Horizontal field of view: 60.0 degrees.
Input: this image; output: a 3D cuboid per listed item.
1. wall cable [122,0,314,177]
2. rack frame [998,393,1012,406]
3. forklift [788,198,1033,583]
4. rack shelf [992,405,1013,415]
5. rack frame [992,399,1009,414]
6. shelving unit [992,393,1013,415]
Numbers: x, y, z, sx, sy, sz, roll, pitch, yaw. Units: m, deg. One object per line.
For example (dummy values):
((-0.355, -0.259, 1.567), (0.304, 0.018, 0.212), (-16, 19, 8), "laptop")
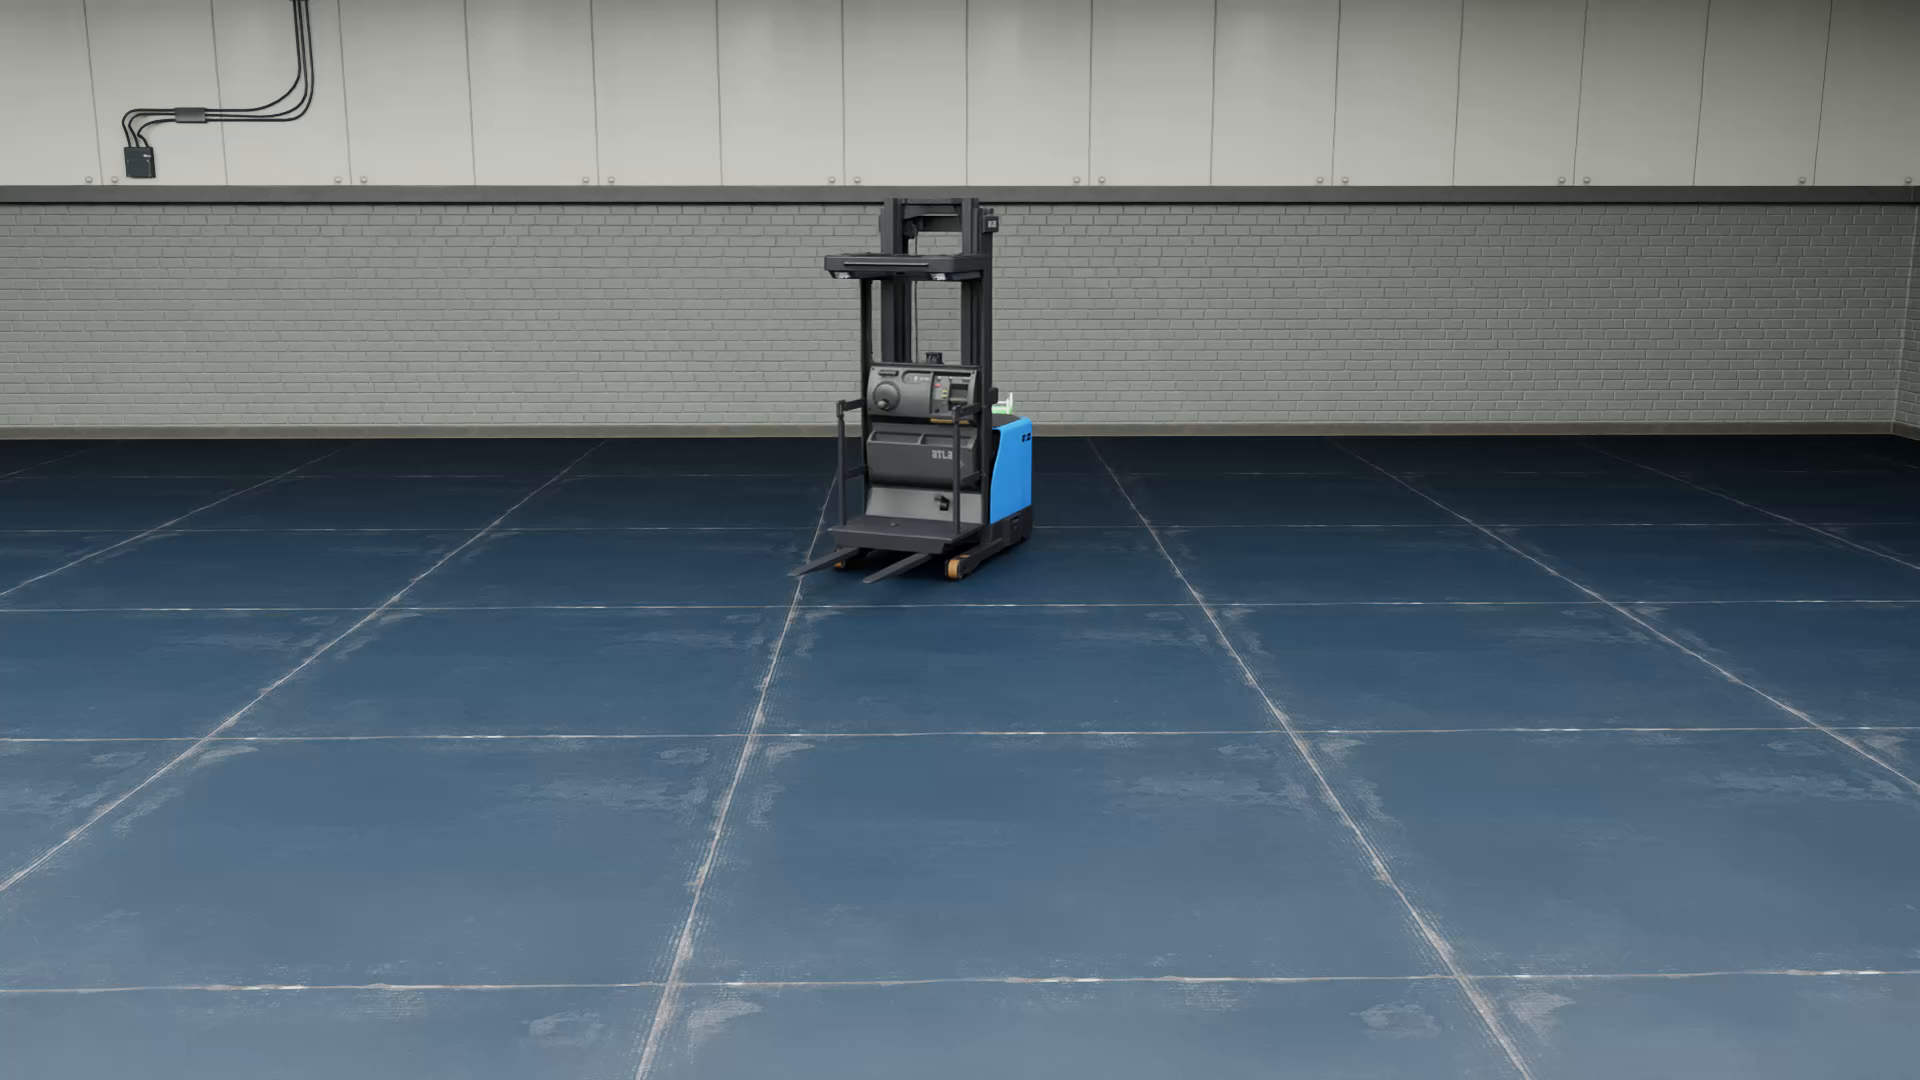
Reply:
((-8.908, -7.335, 19.527), (2.305, 6.003, 0.169), (0, 11, -1), "wall cable")
((0.355, -0.748, 15.228), (0.240, 1.200, 0.015), (1, 12, 5), "rack frame")
((-0.386, -1.218, 13.191), (1.130, 2.935, 3.031), (5, 12, 22), "forklift")
((0.333, -1.107, 14.907), (0.258, 0.148, 0.480), (1, 12, 5), "rack shelf")
((0.311, -0.651, 14.751), (0.240, 1.200, 0.015), (1, 12, 5), "rack frame")
((0.333, -0.700, 14.989), (0.258, 1.200, 0.503), (1, 12, 5), "shelving unit")
